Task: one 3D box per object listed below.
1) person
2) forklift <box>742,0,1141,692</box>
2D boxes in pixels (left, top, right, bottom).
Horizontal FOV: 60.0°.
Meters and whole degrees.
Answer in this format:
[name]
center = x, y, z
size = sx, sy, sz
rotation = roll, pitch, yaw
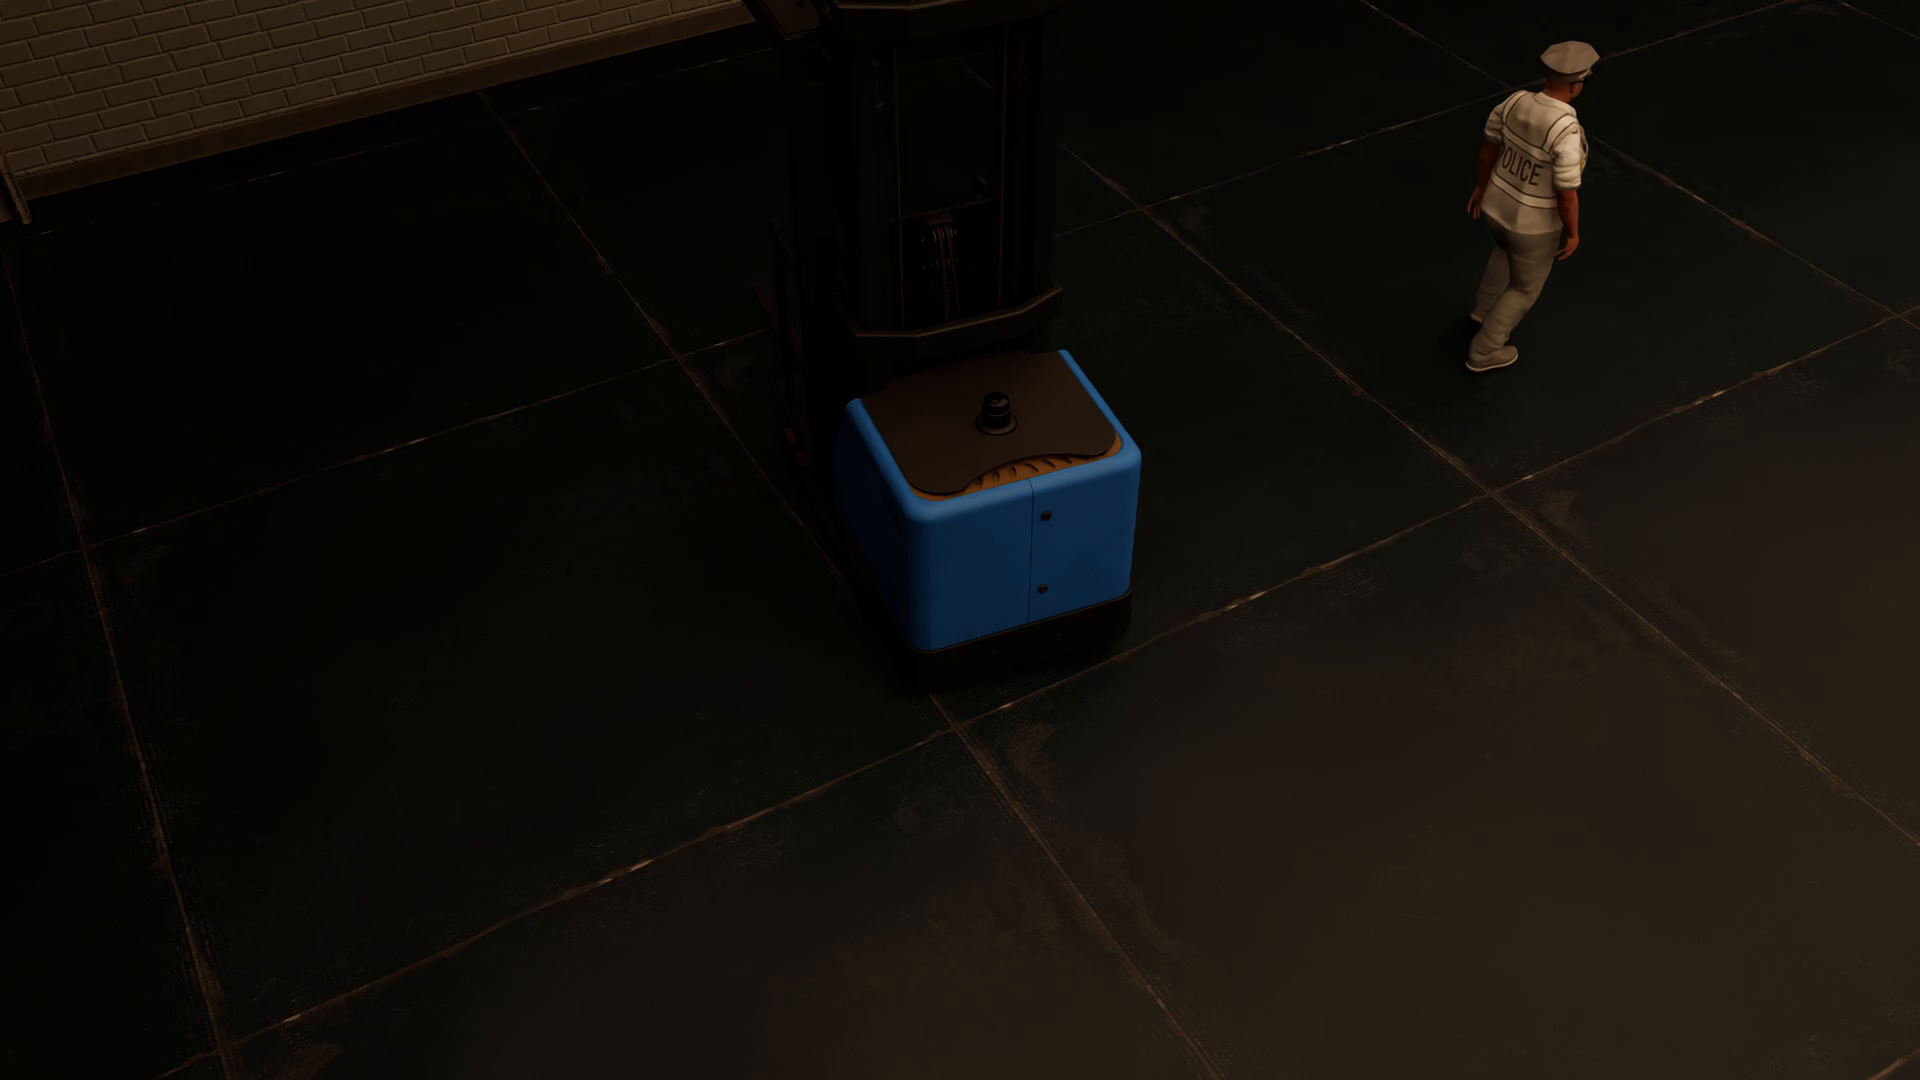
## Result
[person]
center = 2.884, -1.640, 8.402
size = 0.536, 1.812, 0.636
rotation = -18, 46, -19
[forklift]
center = -0.264, -1.445, 7.256
size = 1.130, 2.935, 3.031
rotation = -15, 45, -16
